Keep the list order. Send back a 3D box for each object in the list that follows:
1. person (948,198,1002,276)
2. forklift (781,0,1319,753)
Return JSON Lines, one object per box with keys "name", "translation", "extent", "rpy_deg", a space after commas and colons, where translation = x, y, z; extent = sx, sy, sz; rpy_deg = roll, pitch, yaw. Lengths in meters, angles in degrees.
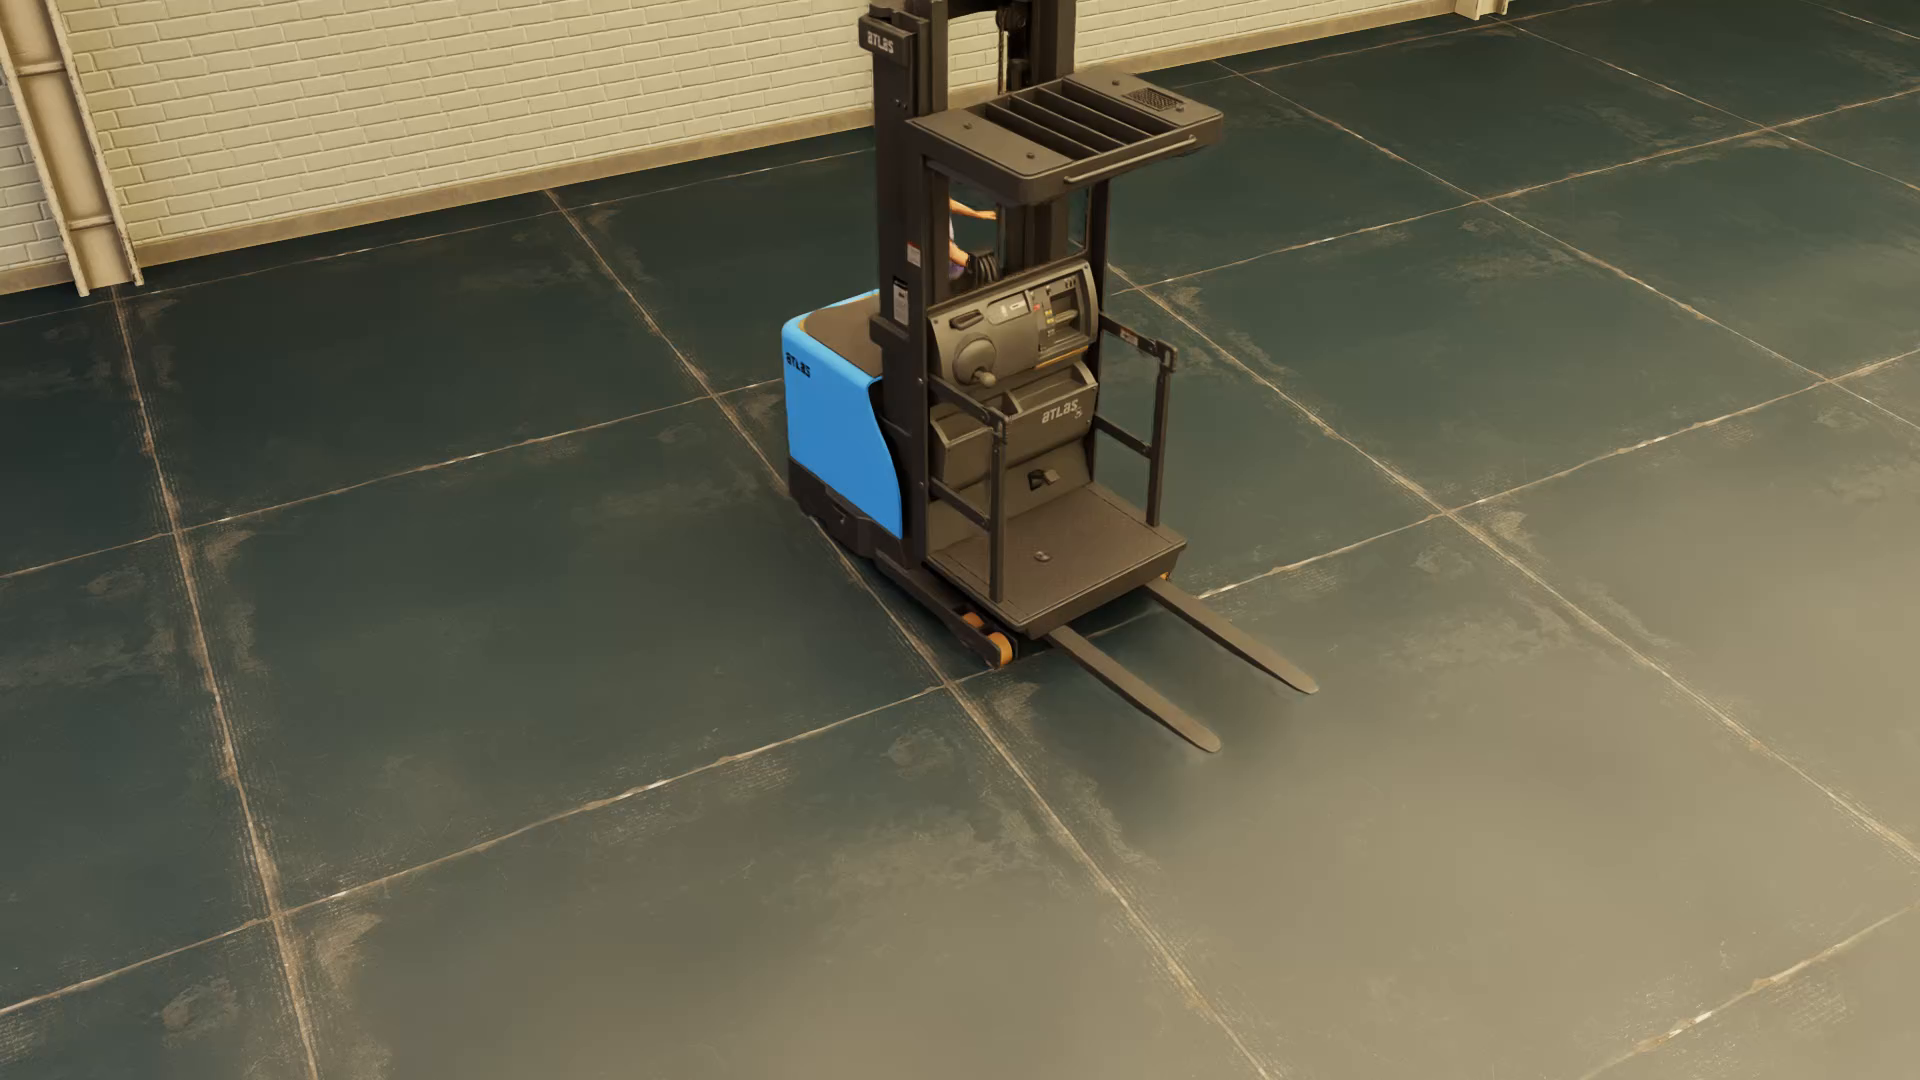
{"name": "person", "translation": [0.003, -1.533, 9.620], "extent": [0.651, 1.525, 0.811], "rpy_deg": [-7, 36, -10]}
{"name": "forklift", "translation": [0.389, -0.923, 7.429], "extent": [1.130, 2.935, 3.031], "rpy_deg": [-25, 42, -30]}
